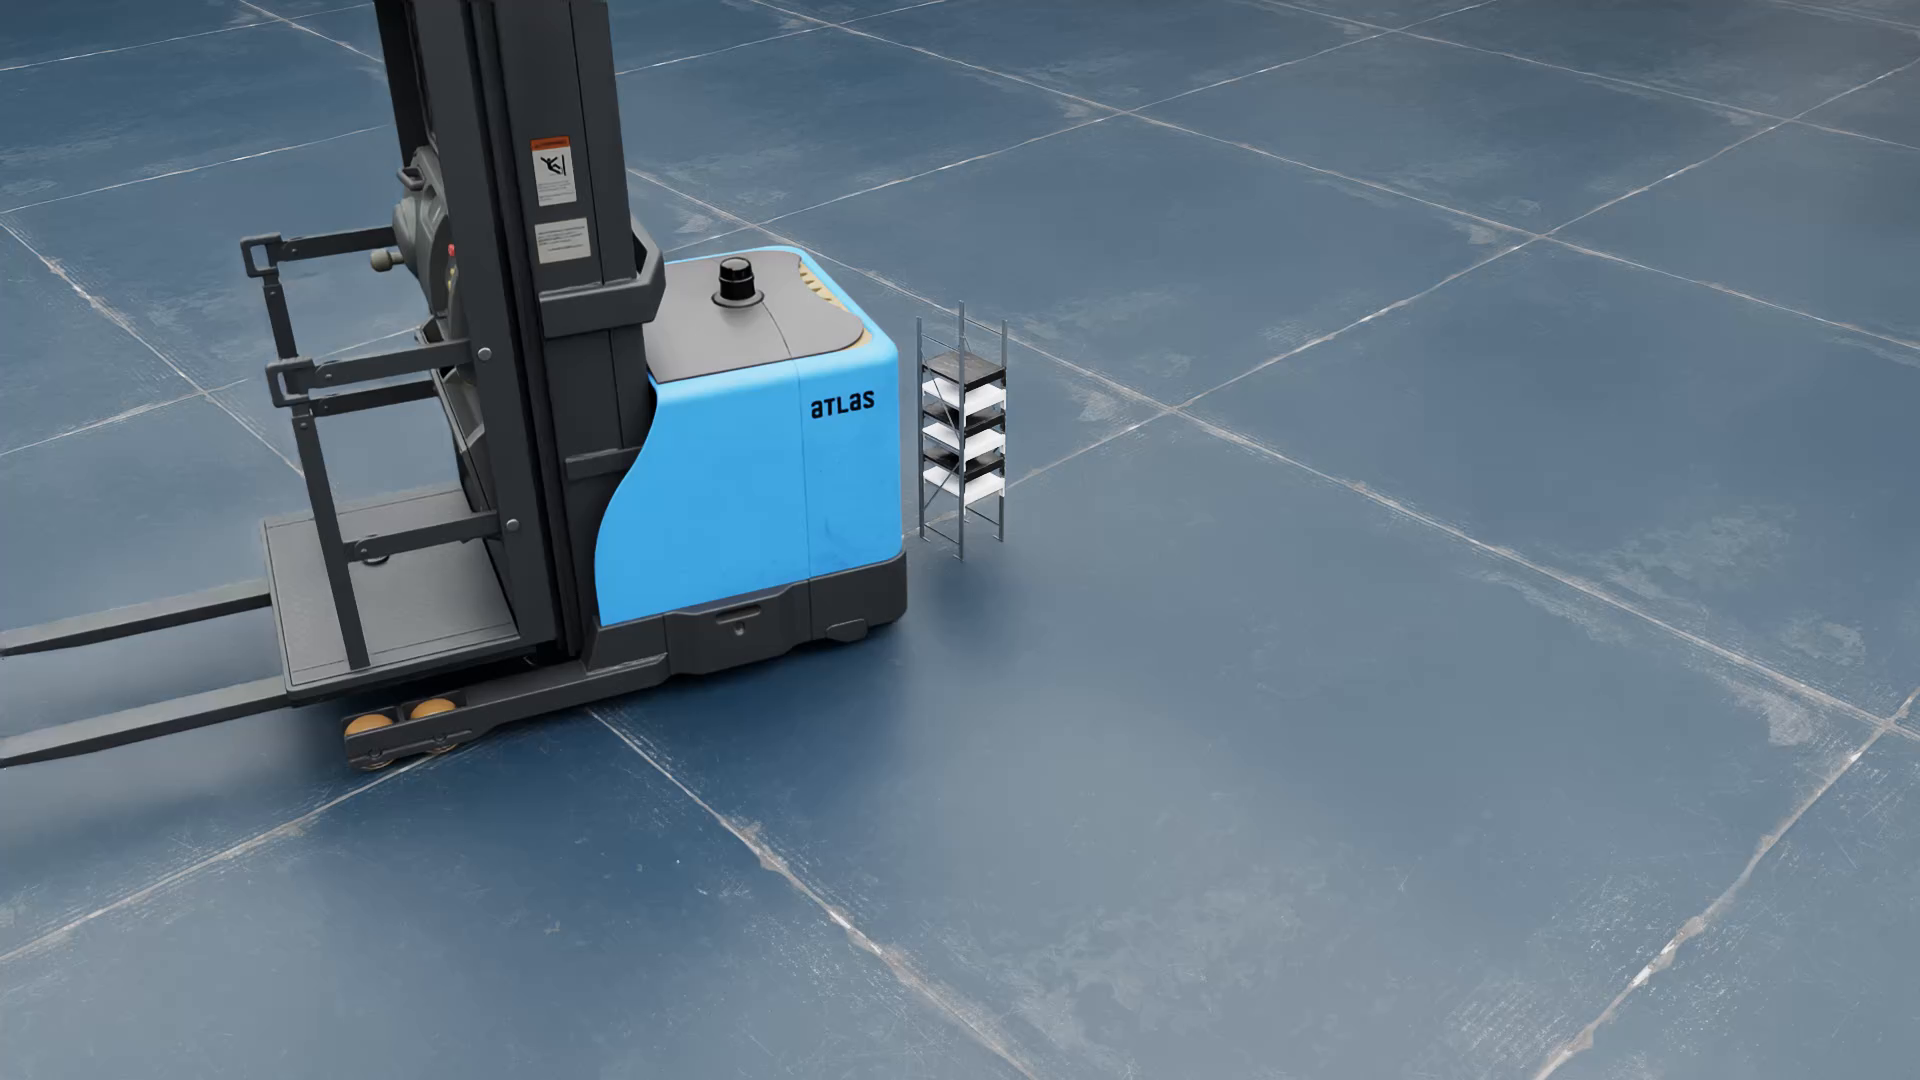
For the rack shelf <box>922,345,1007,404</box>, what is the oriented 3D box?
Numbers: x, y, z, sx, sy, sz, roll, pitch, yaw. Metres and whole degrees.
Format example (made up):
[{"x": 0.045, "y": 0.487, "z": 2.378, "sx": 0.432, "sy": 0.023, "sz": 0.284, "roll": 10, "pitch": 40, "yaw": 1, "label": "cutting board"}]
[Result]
[{"x": 0.006, "y": -0.589, "z": 5.896, "sx": 0.200, "sy": 0.077, "sz": 0.258, "roll": -26, "pitch": 40, "yaw": -35, "label": "rack shelf"}]

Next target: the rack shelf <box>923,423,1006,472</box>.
[{"x": 0.006, "y": -0.358, "z": 6.037, "sx": 0.200, "sy": 0.077, "sz": 0.258, "roll": -26, "pitch": 40, "yaw": -35, "label": "rack shelf"}]

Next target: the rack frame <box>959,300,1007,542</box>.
[{"x": 0.081, "y": -0.423, "z": 6.079, "sx": 0.006, "sy": 0.900, "sz": 0.240, "roll": -26, "pitch": 40, "yaw": -35, "label": "rack frame"}]

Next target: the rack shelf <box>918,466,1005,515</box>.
[{"x": 0.006, "y": -0.205, "z": 6.131, "sx": 0.200, "sy": 0.077, "sz": 0.258, "roll": -26, "pitch": 40, "yaw": -35, "label": "rack shelf"}]

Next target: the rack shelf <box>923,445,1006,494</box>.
[{"x": 0.006, "y": -0.282, "z": 6.084, "sx": 0.200, "sy": 0.077, "sz": 0.258, "roll": -26, "pitch": 40, "yaw": -35, "label": "rack shelf"}]

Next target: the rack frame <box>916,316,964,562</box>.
[{"x": -0.069, "y": -0.351, "z": 5.961, "sx": 0.006, "sy": 0.900, "sz": 0.240, "roll": -26, "pitch": 40, "yaw": -35, "label": "rack frame"}]

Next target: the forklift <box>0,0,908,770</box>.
[{"x": -1.744, "y": -0.861, "z": 4.849, "sx": 3.031, "sy": 2.935, "sz": 1.130, "roll": -13, "pitch": 34, "yaw": -20, "label": "forklift"}]

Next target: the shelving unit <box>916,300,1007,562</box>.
[{"x": 0.006, "y": -0.387, "z": 6.020, "sx": 0.210, "sy": 0.900, "sz": 0.258, "roll": -26, "pitch": 40, "yaw": -35, "label": "shelving unit"}]

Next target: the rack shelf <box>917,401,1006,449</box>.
[{"x": 0.006, "y": -0.435, "z": 5.990, "sx": 0.200, "sy": 0.077, "sz": 0.258, "roll": -26, "pitch": 40, "yaw": -35, "label": "rack shelf"}]

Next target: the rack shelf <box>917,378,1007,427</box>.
[{"x": 0.006, "y": -0.512, "z": 5.943, "sx": 0.200, "sy": 0.077, "sz": 0.258, "roll": -26, "pitch": 40, "yaw": -35, "label": "rack shelf"}]
